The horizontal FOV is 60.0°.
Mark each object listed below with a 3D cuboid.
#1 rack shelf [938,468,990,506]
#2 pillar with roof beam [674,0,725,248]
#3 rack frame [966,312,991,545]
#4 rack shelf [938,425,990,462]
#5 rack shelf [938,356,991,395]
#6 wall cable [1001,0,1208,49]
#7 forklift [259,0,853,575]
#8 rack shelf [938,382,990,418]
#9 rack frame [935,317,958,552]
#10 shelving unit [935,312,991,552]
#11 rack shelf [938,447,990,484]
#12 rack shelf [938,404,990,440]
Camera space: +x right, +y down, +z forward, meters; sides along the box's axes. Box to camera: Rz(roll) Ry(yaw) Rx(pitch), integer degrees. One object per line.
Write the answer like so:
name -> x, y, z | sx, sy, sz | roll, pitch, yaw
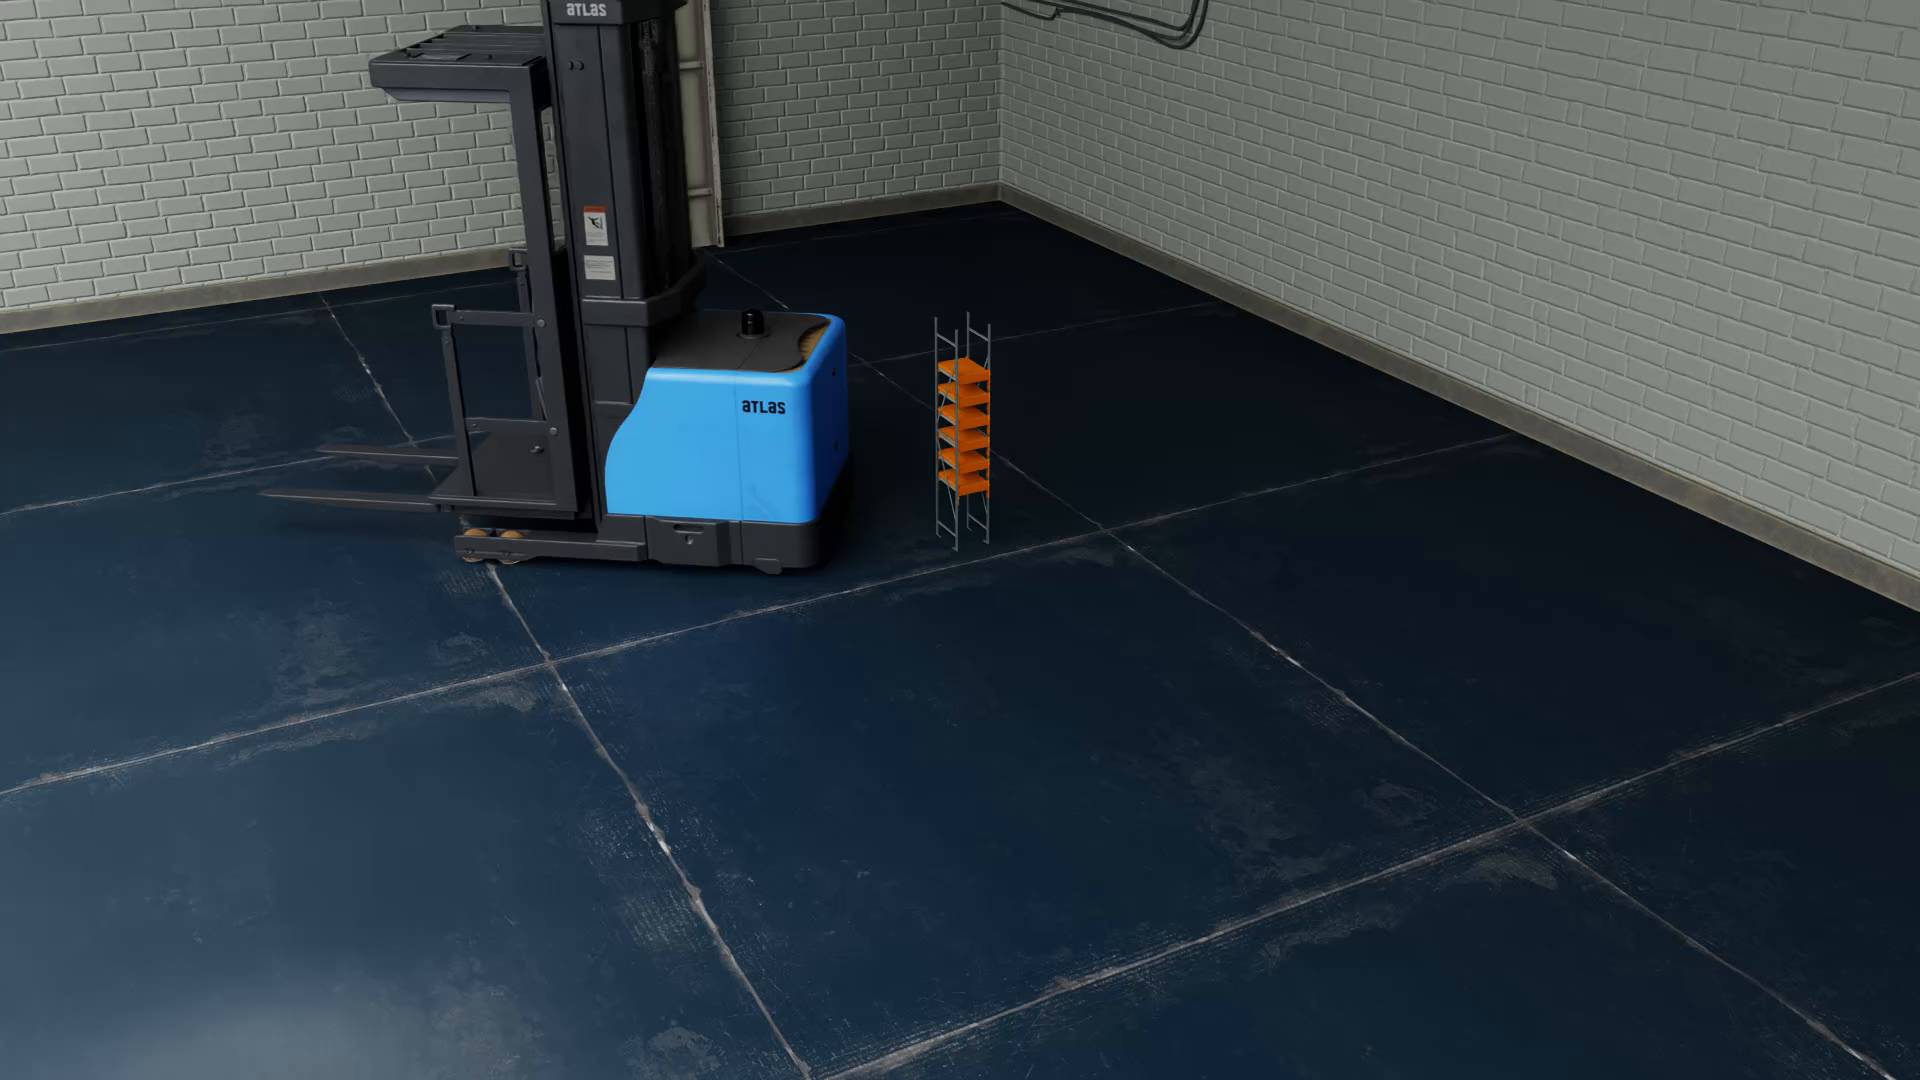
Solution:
rack shelf -> 0.013, -0.287, 8.620 | 0.180, 0.103, 0.258 | -13, 29, -25
pillar with roof beam -> -0.175, -4.876, 8.509 | 0.400, 9.000, 9.100 | -13, 29, -25
rack frame -> 0.094, -0.562, 8.535 | 0.006, 1.200, 0.240 | -13, 29, -25
rack shelf -> 0.013, -0.504, 8.516 | 0.180, 0.103, 0.258 | -13, 29, -25
rack shelf -> 0.013, -0.828, 8.360 | 0.180, 0.103, 0.258 | -13, 29, -25
wall cable -> 1.021, -5.215, 12.803 | 0.112, 2.526, 3.097 | -13, 29, -25
forklift -> -2.144, -1.419, 8.320 | 3.031, 2.935, 1.130 | 3, 26, 7
rack shelf -> 0.013, -0.720, 8.412 | 0.180, 0.103, 0.258 | -13, 29, -25
rack frame -> -0.068, -0.525, 8.458 | 0.006, 1.200, 0.240 | -13, 29, -25
shelving unit -> 0.013, -0.544, 8.496 | 0.189, 1.200, 0.258 | -13, 29, -25
rack shelf -> 0.013, -0.396, 8.568 | 0.180, 0.103, 0.258 | -13, 29, -25
rack shelf -> 0.013, -0.612, 8.464 | 0.180, 0.103, 0.258 | -13, 29, -25
